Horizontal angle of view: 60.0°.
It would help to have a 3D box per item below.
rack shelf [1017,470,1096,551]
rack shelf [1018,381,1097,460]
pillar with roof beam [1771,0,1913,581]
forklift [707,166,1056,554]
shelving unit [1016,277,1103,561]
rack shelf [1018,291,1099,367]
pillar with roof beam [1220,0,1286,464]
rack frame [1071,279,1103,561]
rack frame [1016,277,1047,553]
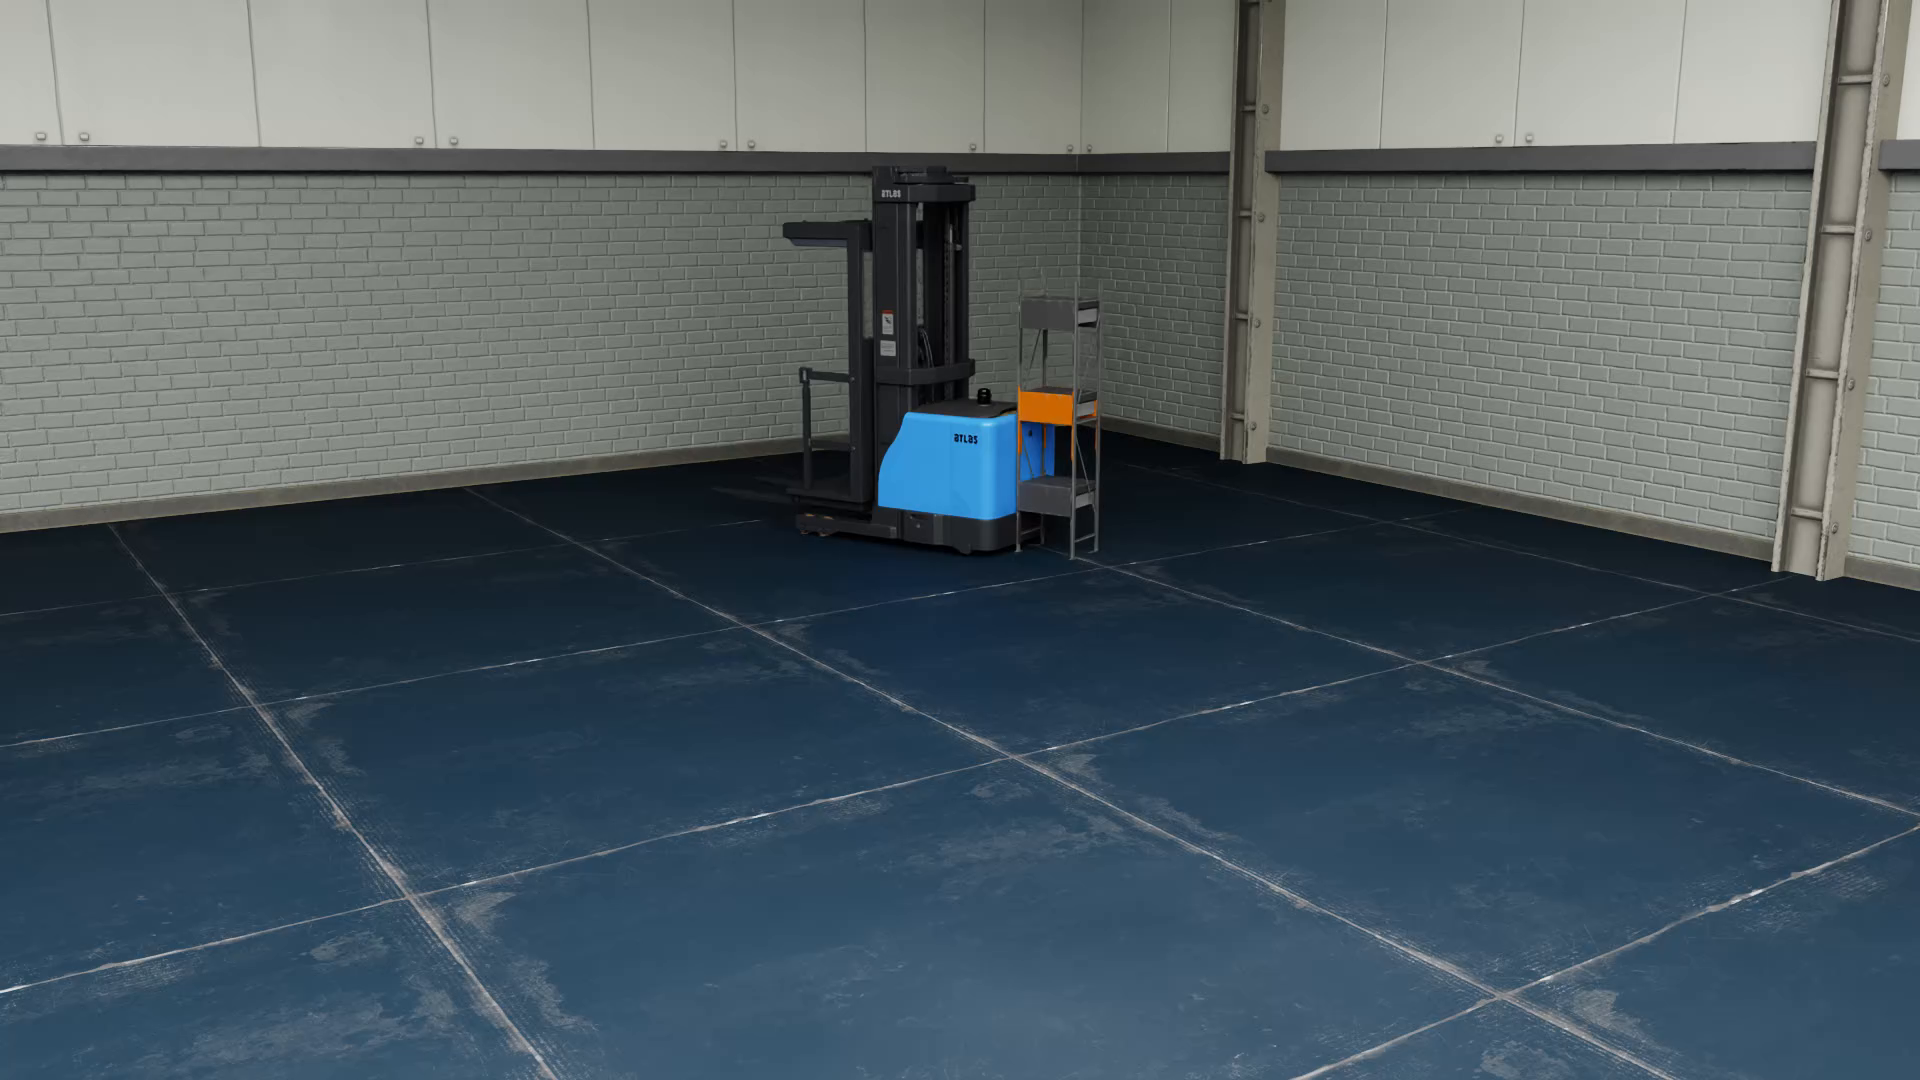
[{"bbox_3d":[0.755,-0.233,12.853,0.480,0.518,0.431,8,15,33],"label":"rack shelf"},{"bbox_3d":[0.755,-0.917,12.703,0.480,0.518,0.431,8,15,33],"label":"rack shelf"},{"bbox_3d":[2.662,-3.643,8.958,9.100,9.000,0.400,-8,15,-33],"label":"pillar with roof beam"},{"bbox_3d":[-0.739,-1.540,13.545,3.031,2.935,1.130,8,15,33],"label":"forklift"},{"bbox_3d":[0.755,-0.930,12.700,0.503,2.100,0.431,8,15,33],"label":"shelving unit"},{"bbox_3d":[0.755,-1.601,12.554,0.480,0.518,0.431,8,15,33],"label":"rack shelf"},{"bbox_3d":[-0.663,-4.710,13.838,9.100,9.000,0.400,-8,15,-33],"label":"pillar with roof beam"},{"bbox_3d":[0.958,-0.901,12.568,0.015,2.100,0.400,8,15,33],"label":"rack frame"},{"bbox_3d":[0.552,-0.959,12.832,0.015,2.100,0.400,8,15,33],"label":"rack frame"}]
